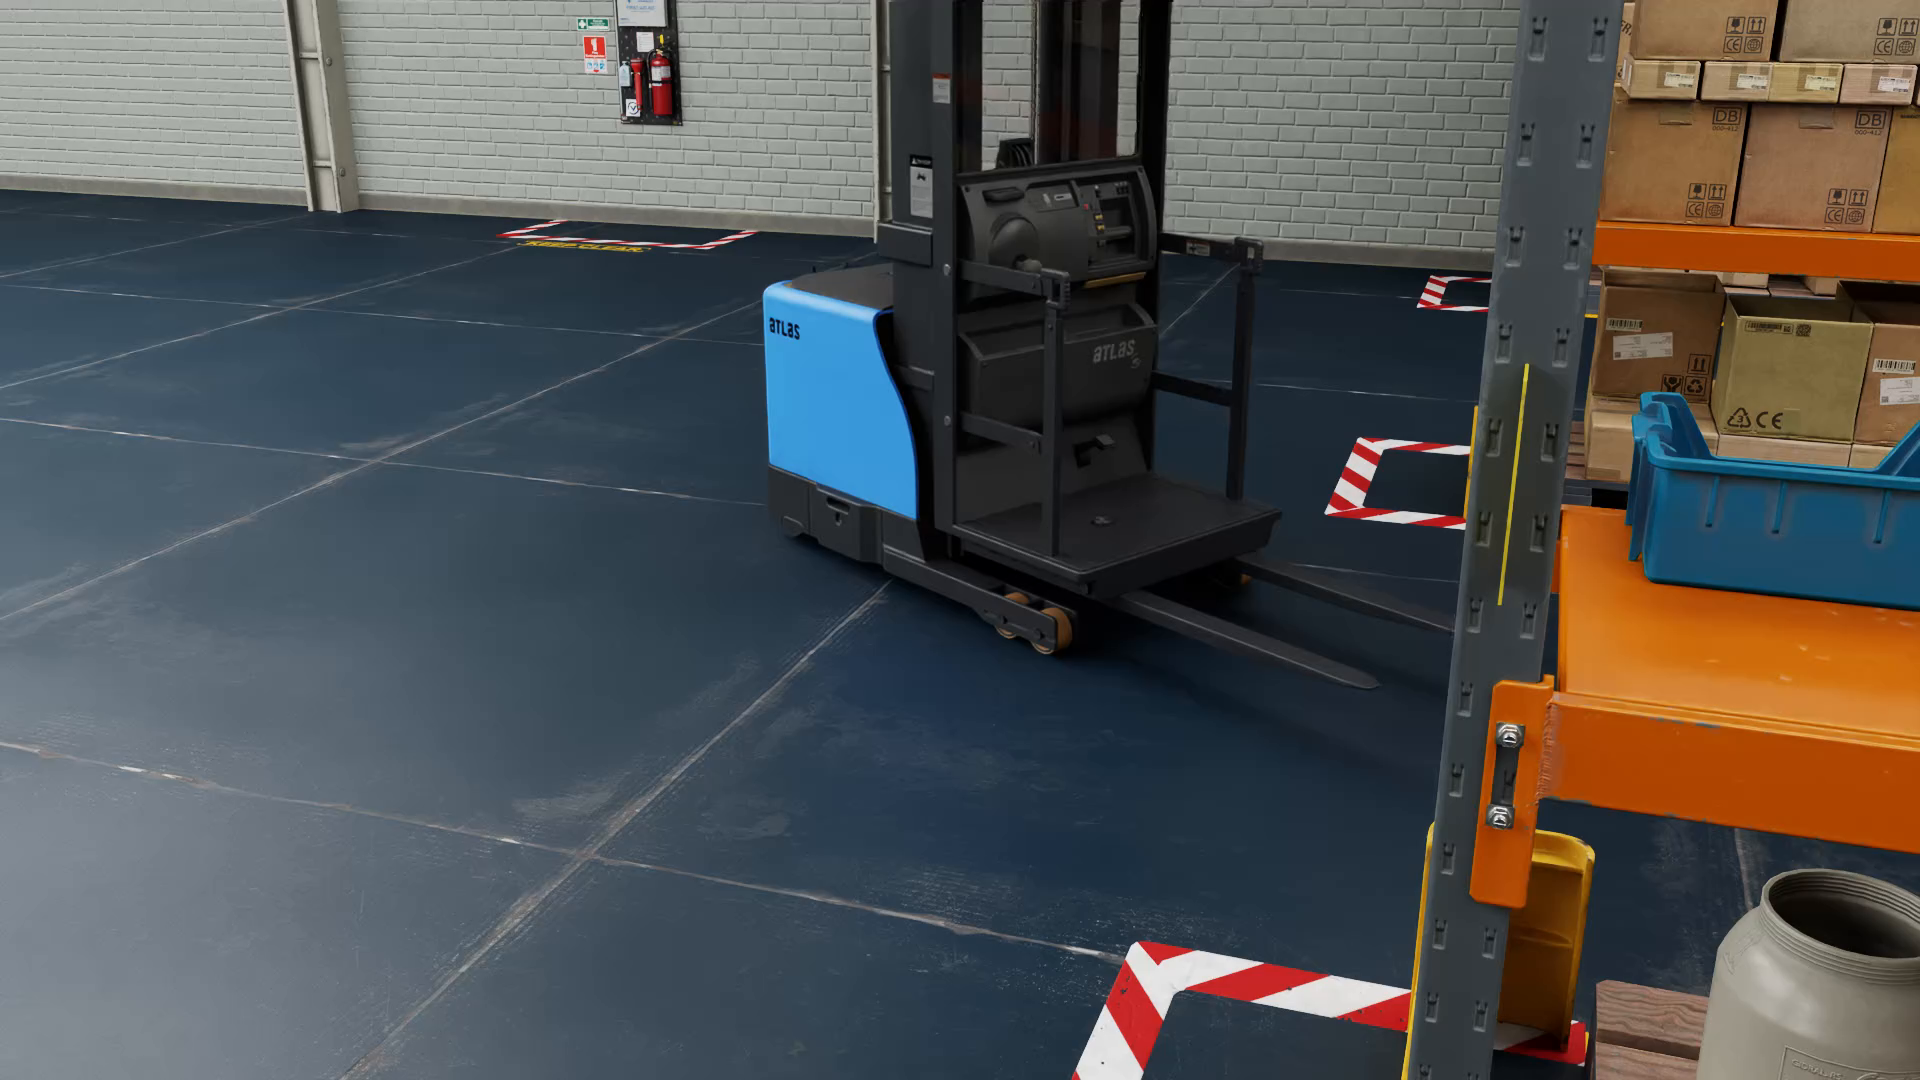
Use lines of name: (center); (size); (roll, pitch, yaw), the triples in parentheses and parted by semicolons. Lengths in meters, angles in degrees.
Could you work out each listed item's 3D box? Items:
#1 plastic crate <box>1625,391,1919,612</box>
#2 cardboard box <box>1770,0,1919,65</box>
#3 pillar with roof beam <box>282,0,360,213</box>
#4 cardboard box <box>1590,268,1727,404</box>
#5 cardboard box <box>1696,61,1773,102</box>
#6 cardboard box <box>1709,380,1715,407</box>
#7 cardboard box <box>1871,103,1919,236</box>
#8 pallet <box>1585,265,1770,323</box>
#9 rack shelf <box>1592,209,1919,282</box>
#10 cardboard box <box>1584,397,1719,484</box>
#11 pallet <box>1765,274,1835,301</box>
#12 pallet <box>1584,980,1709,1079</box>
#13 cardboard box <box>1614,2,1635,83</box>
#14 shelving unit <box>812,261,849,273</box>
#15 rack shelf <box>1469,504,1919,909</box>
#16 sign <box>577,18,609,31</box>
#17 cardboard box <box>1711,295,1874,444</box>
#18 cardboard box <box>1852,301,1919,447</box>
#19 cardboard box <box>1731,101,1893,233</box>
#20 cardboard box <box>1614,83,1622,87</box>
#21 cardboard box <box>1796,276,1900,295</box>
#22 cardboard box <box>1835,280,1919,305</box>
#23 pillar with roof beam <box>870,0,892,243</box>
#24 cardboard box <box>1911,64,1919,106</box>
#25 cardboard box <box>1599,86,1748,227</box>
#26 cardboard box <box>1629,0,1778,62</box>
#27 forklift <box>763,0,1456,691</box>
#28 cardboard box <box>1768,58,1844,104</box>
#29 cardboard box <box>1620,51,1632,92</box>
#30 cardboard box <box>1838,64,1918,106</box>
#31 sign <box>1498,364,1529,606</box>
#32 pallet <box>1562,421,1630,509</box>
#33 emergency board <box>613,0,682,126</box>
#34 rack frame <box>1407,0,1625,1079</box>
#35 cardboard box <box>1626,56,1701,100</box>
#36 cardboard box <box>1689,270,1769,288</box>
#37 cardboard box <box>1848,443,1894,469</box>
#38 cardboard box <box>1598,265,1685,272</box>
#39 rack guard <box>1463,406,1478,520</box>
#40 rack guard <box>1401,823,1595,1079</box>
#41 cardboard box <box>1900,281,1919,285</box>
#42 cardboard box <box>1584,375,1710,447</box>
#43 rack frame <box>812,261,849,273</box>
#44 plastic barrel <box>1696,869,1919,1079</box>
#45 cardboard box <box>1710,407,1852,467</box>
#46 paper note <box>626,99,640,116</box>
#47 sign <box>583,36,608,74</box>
plastic crate: (1.526, -0.084, 2.987); (0.616, 0.251, 0.499); (7, 20, 18)
cardboard box: (3.570, -2.200, 6.707); (0.500, 0.500, 0.700); (6, 20, 17)
pillar with roof beam: (-7.597, -6.180, 11.134); (0.400, 9.000, 9.100); (7, 20, 18)
cardboard box: (3.189, -0.944, 7.627); (0.500, 0.500, 0.500); (7, 20, 18)
cardboard box: (3.135, -1.872, 6.752); (0.250, 0.149, 0.380); (6, 20, 17)
cardboard box: (3.664, -0.539, 7.605); (0.500, 0.250, 0.500); (7, 20, 18)
cardboard box: (3.986, -1.538, 6.778); (0.500, 0.500, 0.700); (7, 20, 18)
pallet: (5.034, -1.772, 11.840); (1.213, 0.211, 1.003); (7, 20, 18)
rack shelf: (4.474, -1.100, 6.767); (4.000, 0.370, 1.077); (7, 20, 18)
cardboard box: (3.018, -0.428, 7.287); (0.500, 0.250, 0.500); (7, 20, 18)
pallet: (6.183, -1.640, 11.460); (1.213, 0.211, 1.003); (7, 20, 18)
pallet: (1.808, 1.284, 3.072); (1.213, 0.211, 1.003); (7, 20, 18)
cardboard box: (4.559, -3.344, 11.170); (0.500, 0.500, 0.500); (7, 20, 18)
shelving unit: (-0.499, -0.705, 7.503); (0.215, 1.050, 0.252); (-16, 25, -38)
rack shelf: (2.844, 0.440, 2.350); (4.000, 0.370, 1.077); (7, 20, 18)
sign: (-3.325, -4.672, 15.062); (0.331, 0.109, 0.001); (7, 20, 18)
cardboard box: (3.491, -0.729, 7.010); (0.500, 0.500, 0.500); (7, 20, 18)
cardboard box: (3.967, -0.679, 6.867); (0.500, 0.500, 0.500); (7, 20, 18)
cardboard box: (3.519, -1.593, 6.937); (0.500, 0.500, 0.700); (7, 20, 19)
cardboard box: (4.563, -2.983, 11.275); (0.500, 0.250, 0.500); (6, 20, 16)
cardboard box: (6.046, -1.964, 11.284); (0.500, 0.500, 0.700); (5, 20, 15)
cardboard box: (4.138, -0.841, 7.331); (0.500, 0.500, 0.500); (7, 20, 18)
pillar with roof beam: (-1.929, -5.532, 9.274); (0.400, 9.000, 9.100); (7, 20, 18)
cardboard box: (3.860, -1.789, 6.513); (0.250, 0.149, 0.380); (6, 20, 16)
cardboard box: (3.021, -1.648, 7.096); (0.500, 0.500, 0.700); (7, 20, 18)
cardboard box: (3.071, -2.255, 6.866); (0.500, 0.500, 0.700); (7, 20, 18)
forklift: (0.515, -1.164, 5.964); (1.130, 2.935, 3.031); (-16, 25, -38)
cardboard box: (3.370, -1.845, 6.673); (0.250, 0.149, 0.380); (7, 20, 18)
cardboard box: (3.008, -2.027, 7.196); (0.250, 0.149, 0.380); (6, 20, 17)
cardboard box: (3.607, -1.817, 6.593); (0.250, 0.149, 0.380); (6, 20, 17)
sign: (0.771, -0.076, 2.316); (0.005, 0.325, 0.100); (7, 20, 18)
pallet: (3.320, -0.269, 7.527); (1.213, 0.211, 1.003); (7, 20, 18)
emergency board: (-2.838, -4.316, 14.902); (0.643, 1.169, 0.194); (7, 20, 18)
rack frame: (0.955, -0.116, 2.851); (0.127, 3.000, 1.000); (7, 20, 18)
cardboard box: (2.884, -1.900, 6.831); (0.250, 0.149, 0.380); (6, 20, 18)
cardboard box: (5.369, -1.970, 11.587); (0.500, 0.311, 0.500); (8, 21, 23)
cardboard box: (3.964, -0.321, 6.980); (0.500, 0.250, 0.500); (7, 20, 18)
cardboard box: (4.830, -2.031, 11.763); (0.500, 0.311, 0.500); (4, 20, 12)
rack guard: (2.562, -0.478, 7.687); (0.348, 0.500, 1.175); (7, 20, 18)
rack guard: (1.042, 1.058, 3.281); (0.348, 0.500, 1.175); (7, 20, 18)
cardboard box: (6.481, -1.804, 11.359); (0.250, 0.149, 0.380); (5, 20, 14)
cardboard box: (3.188, -0.589, 7.749); (0.500, 0.250, 0.500); (7, 20, 18)
rack frame: (-0.579, -0.735, 7.590); (0.200, 1.050, 0.008); (-16, 25, -38)
plastic barrel: (1.602, 0.908, 3.056); (0.421, 0.512, 0.421); (0, 19, 0)
cardboard box: (3.491, -0.375, 7.135); (0.500, 0.250, 0.500); (7, 20, 18)
paper note: (-2.983, -3.941, 15.163); (0.142, 0.148, 0.016); (7, 20, 18)
sign: (-3.326, -4.425, 15.159); (0.234, 0.329, 0.001); (7, 20, 18)
